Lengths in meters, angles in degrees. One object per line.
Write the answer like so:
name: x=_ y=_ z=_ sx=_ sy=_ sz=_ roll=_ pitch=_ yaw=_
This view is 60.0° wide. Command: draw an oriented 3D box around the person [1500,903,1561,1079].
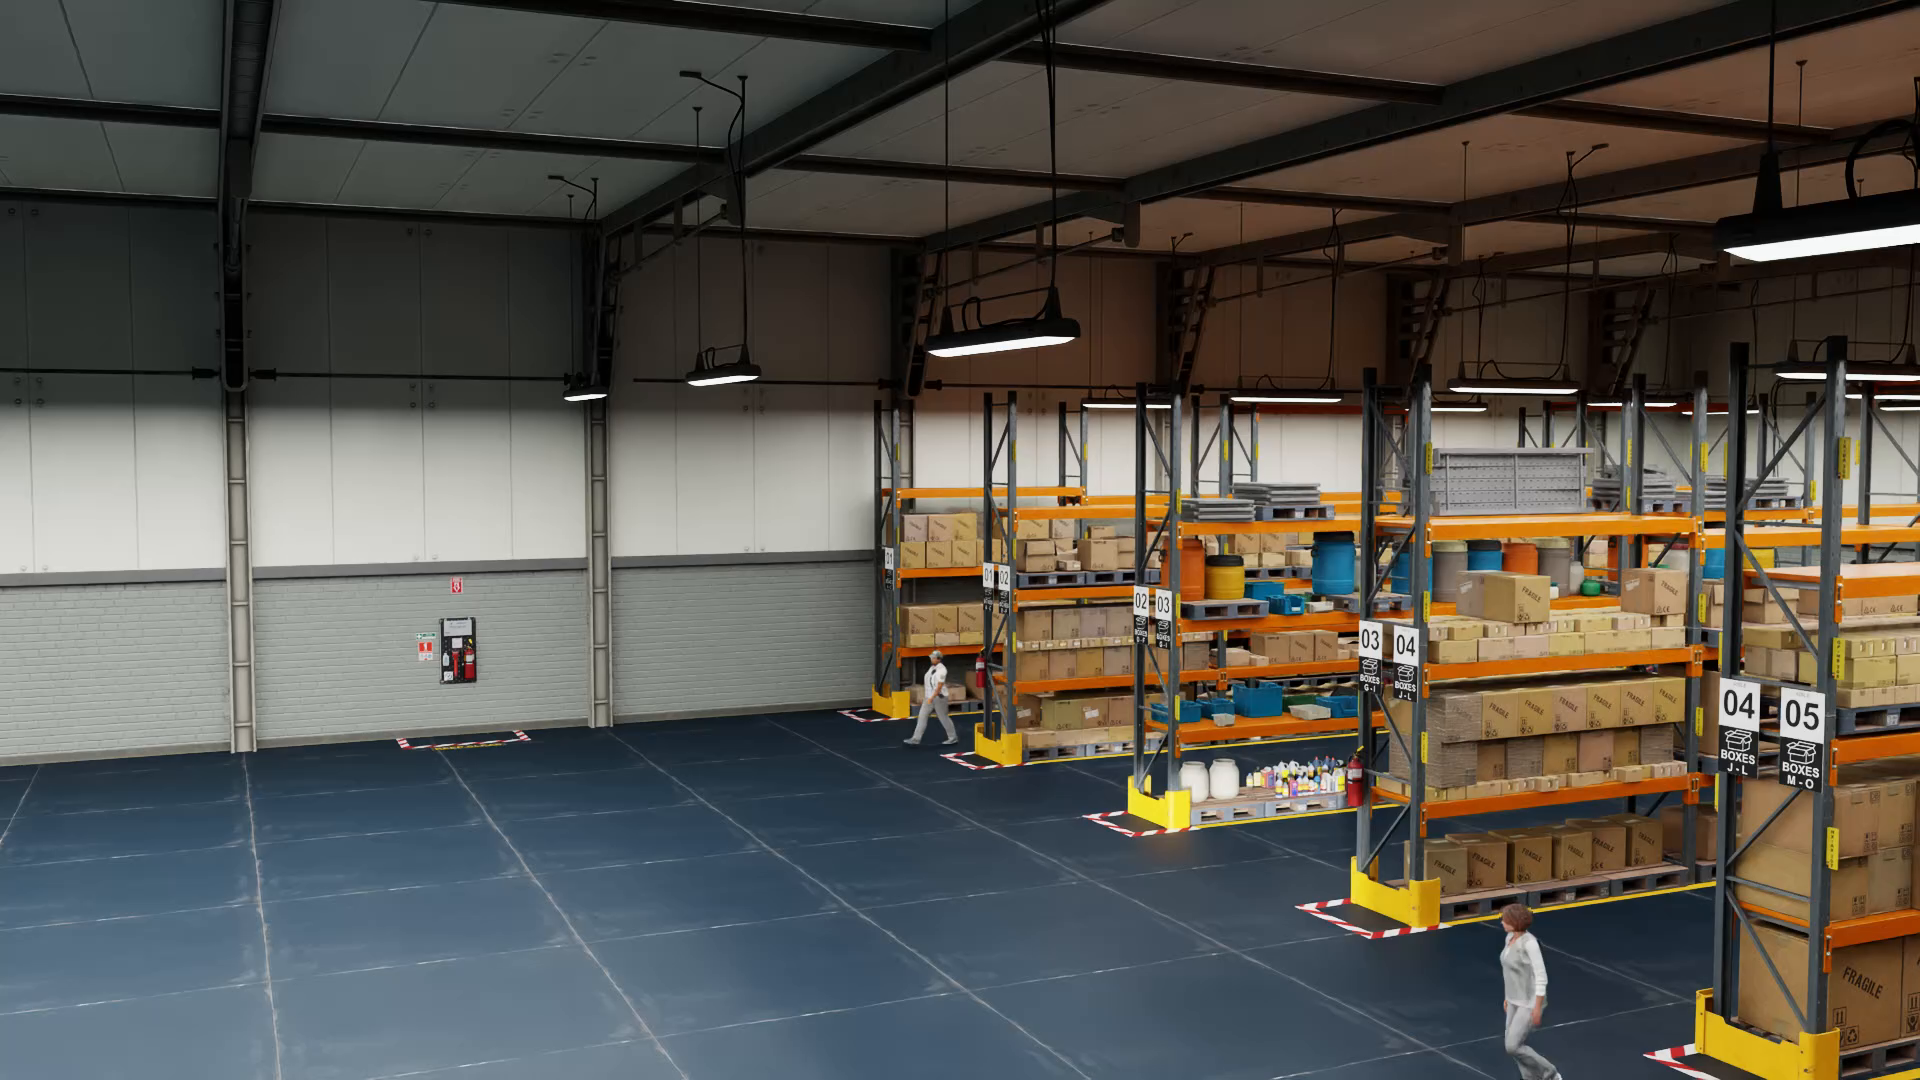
person: x=4.446 y=3.626 z=12.984 sx=0.455 sy=1.579 sz=0.498 roll=0 pitch=3 yaw=-3

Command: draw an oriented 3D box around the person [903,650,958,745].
person: x=-0.475 y=2.690 z=28.306 sx=0.955 sy=1.617 sz=0.497 roll=-2 pitch=4 yaw=-28
